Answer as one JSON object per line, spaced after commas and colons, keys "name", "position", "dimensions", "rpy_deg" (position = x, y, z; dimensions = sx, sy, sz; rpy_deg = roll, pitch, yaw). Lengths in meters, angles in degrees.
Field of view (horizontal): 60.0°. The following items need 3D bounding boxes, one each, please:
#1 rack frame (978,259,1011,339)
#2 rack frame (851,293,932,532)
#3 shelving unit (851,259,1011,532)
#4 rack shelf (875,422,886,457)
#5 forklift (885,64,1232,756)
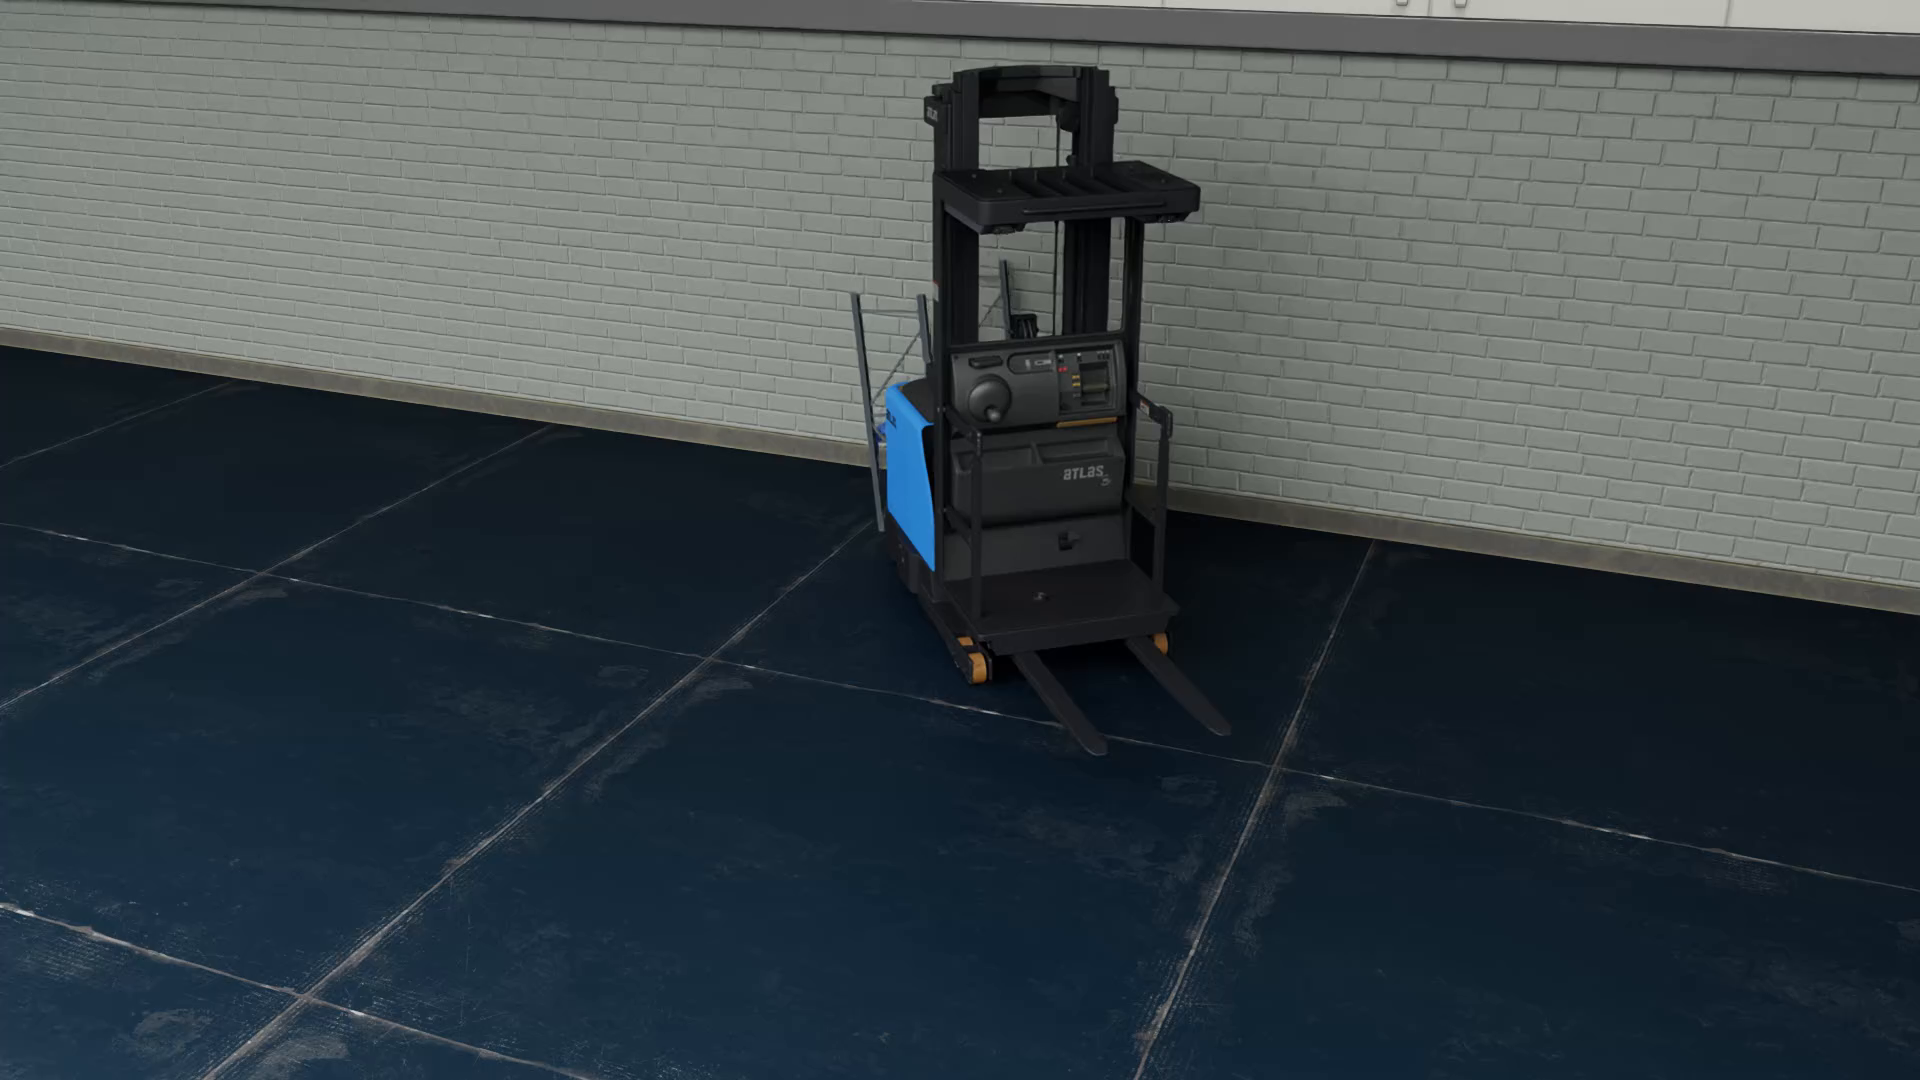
{"name": "rack frame", "position": [0.137, -1.081, 10.823], "dimensions": [0.500, 1.500, 0.032], "rpy_deg": [5, 22, 29]}
{"name": "rack frame", "position": [-0.353, -0.739, 10.001], "dimensions": [0.500, 1.500, 0.032], "rpy_deg": [5, 22, 29]}
{"name": "shelving unit", "position": [-0.108, -0.910, 10.412], "dimensions": [0.538, 1.500, 1.048], "rpy_deg": [5, 22, 29]}
{"name": "rack shelf", "position": [-0.091, -0.741, 10.472], "dimensions": [0.538, 0.185, 1.000], "rpy_deg": [5, 22, 29]}
{"name": "forklift", "position": [0.473, -0.786, 8.328], "dimensions": [1.130, 2.935, 3.031], "rpy_deg": [-7, 24, -16]}
